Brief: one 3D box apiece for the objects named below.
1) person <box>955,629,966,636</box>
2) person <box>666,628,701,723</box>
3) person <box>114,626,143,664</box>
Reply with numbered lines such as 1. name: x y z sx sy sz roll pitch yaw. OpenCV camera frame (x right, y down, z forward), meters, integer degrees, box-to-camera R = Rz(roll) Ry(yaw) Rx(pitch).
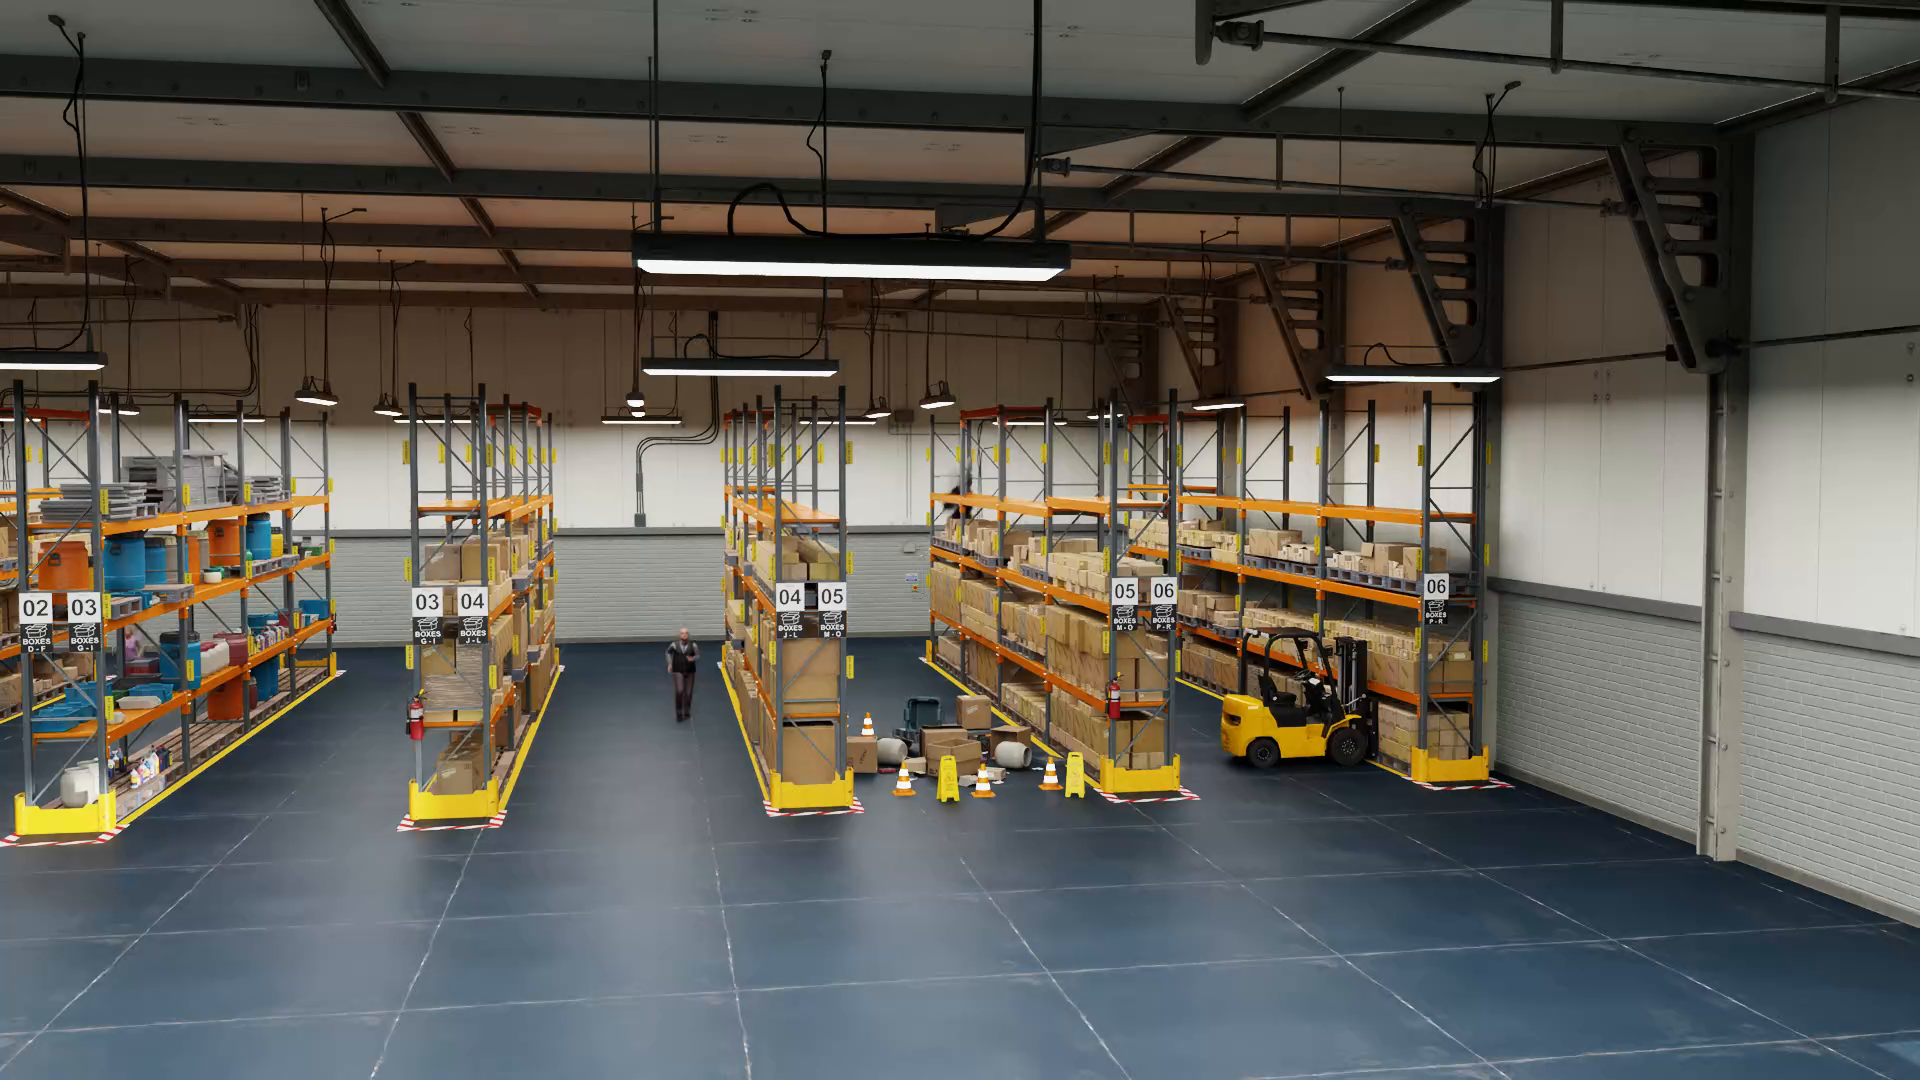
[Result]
1. person: 0.108 2.039 41.943 0.596 1.638 0.861 1 3 16
2. person: -5.213 2.556 31.400 0.624 1.780 0.752 -1 3 -18
3. person: -16.942 2.513 33.885 0.525 1.561 0.694 -1 3 -23
